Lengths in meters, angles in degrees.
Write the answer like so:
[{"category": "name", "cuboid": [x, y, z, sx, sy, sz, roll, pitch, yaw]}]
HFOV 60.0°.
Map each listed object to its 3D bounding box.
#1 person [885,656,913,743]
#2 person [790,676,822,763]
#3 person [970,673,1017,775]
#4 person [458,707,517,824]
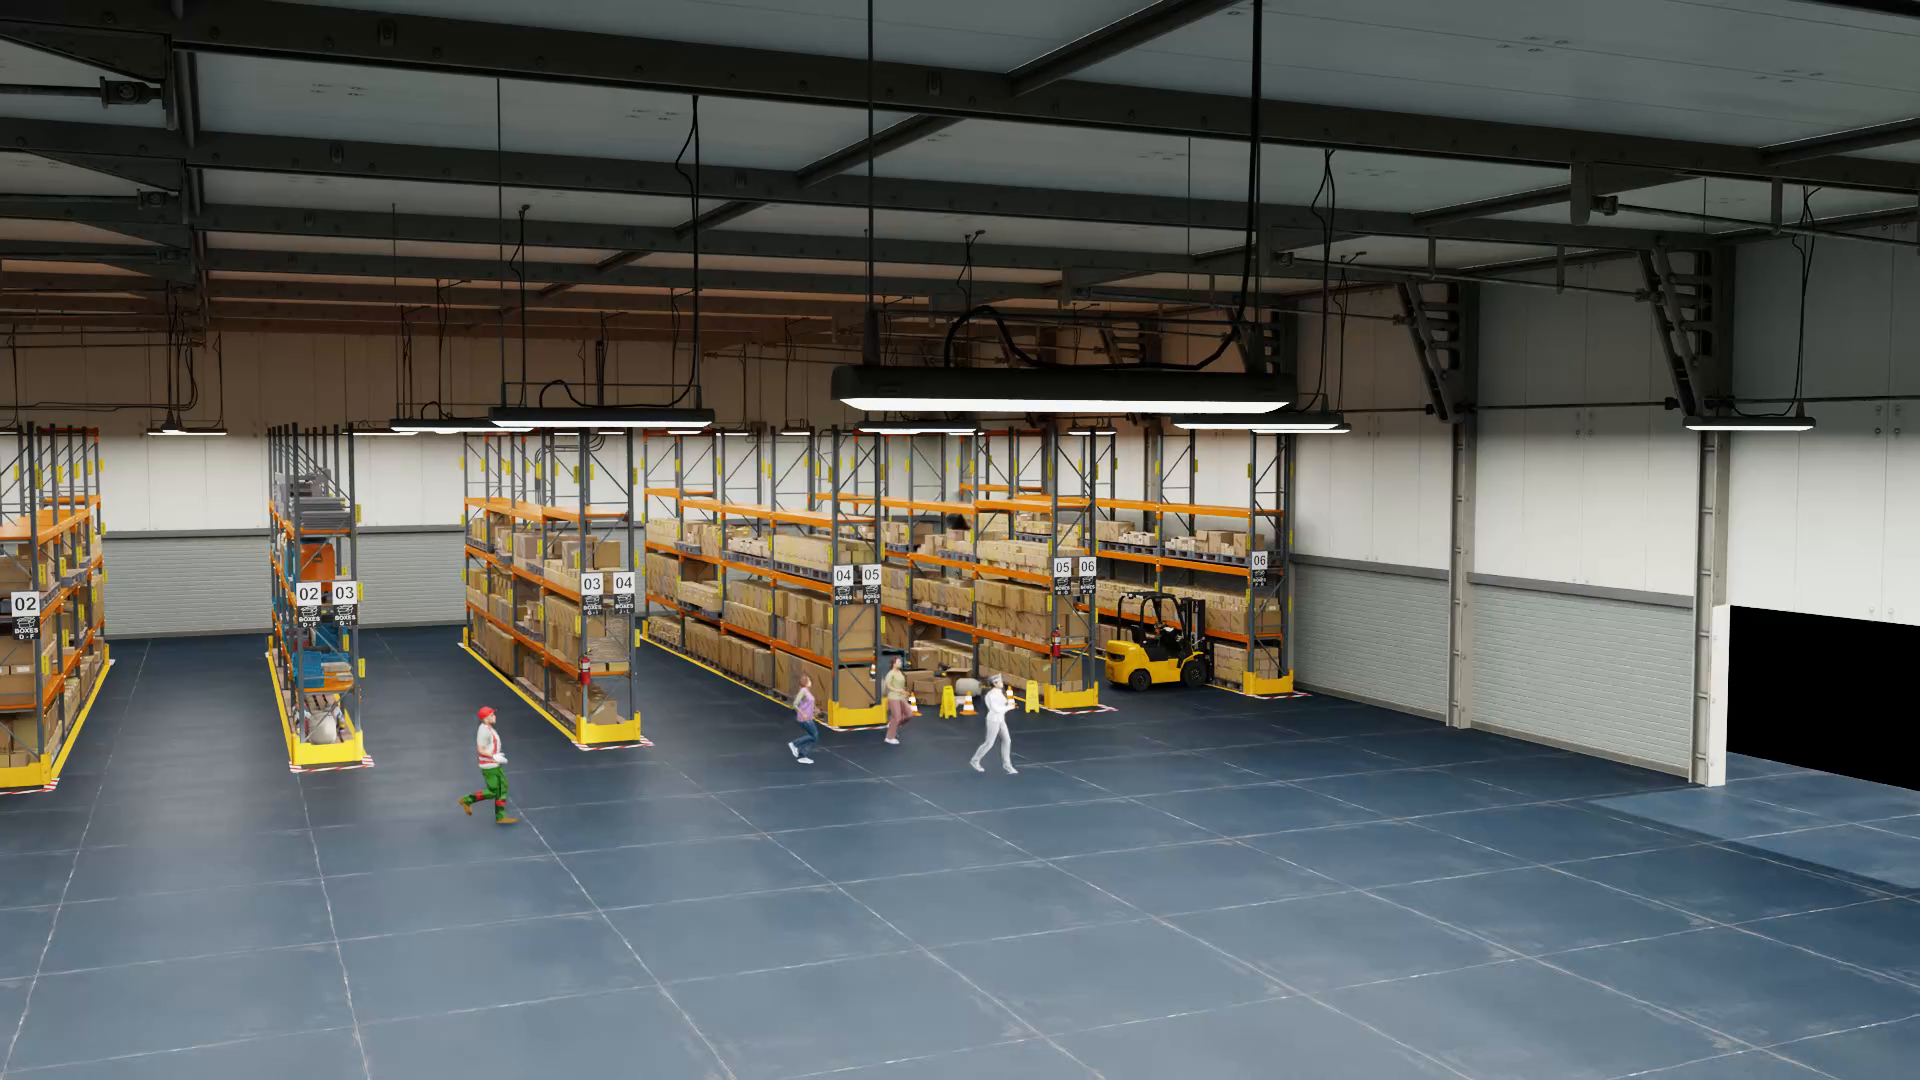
[{"category": "person", "cuboid": [-1.169, 3.010, 31.367, 0.536, 1.633, 0.606, 2, 4, 32]}, {"category": "person", "cuboid": [-2.721, 3.167, 29.300, 0.544, 1.542, 0.536, 0, 4, 7]}, {"category": "person", "cuboid": [0.573, 3.133, 28.348, 0.806, 1.743, 0.625, 1, 4, 15]}, {"category": "person", "cuboid": [-6.992, 3.341, 24.627, 0.832, 1.762, 0.655, 0, 4, -8]}]
